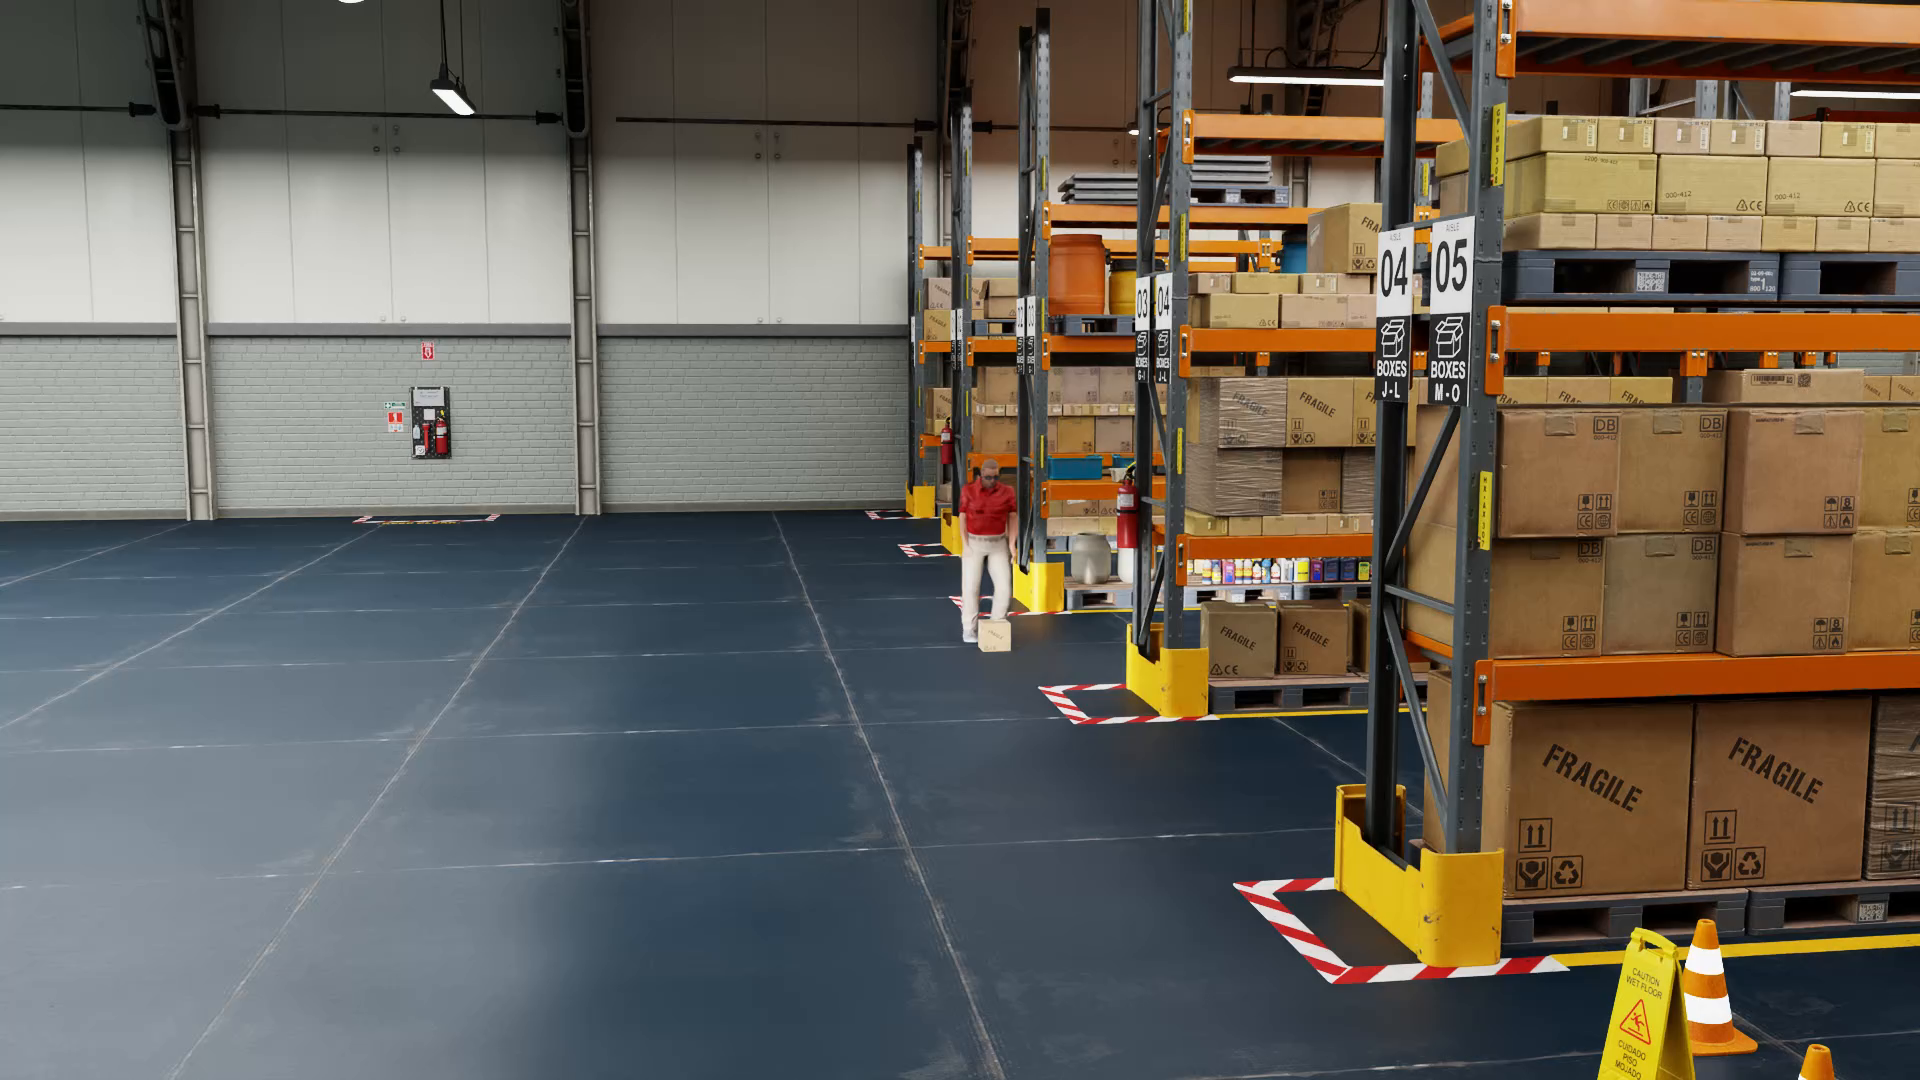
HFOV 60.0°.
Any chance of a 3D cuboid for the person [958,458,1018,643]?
[{"bbox_3d":[0.261,0.088,15.248,0.553,1.687,0.410,-1,6,-7],"label":"person"}]
